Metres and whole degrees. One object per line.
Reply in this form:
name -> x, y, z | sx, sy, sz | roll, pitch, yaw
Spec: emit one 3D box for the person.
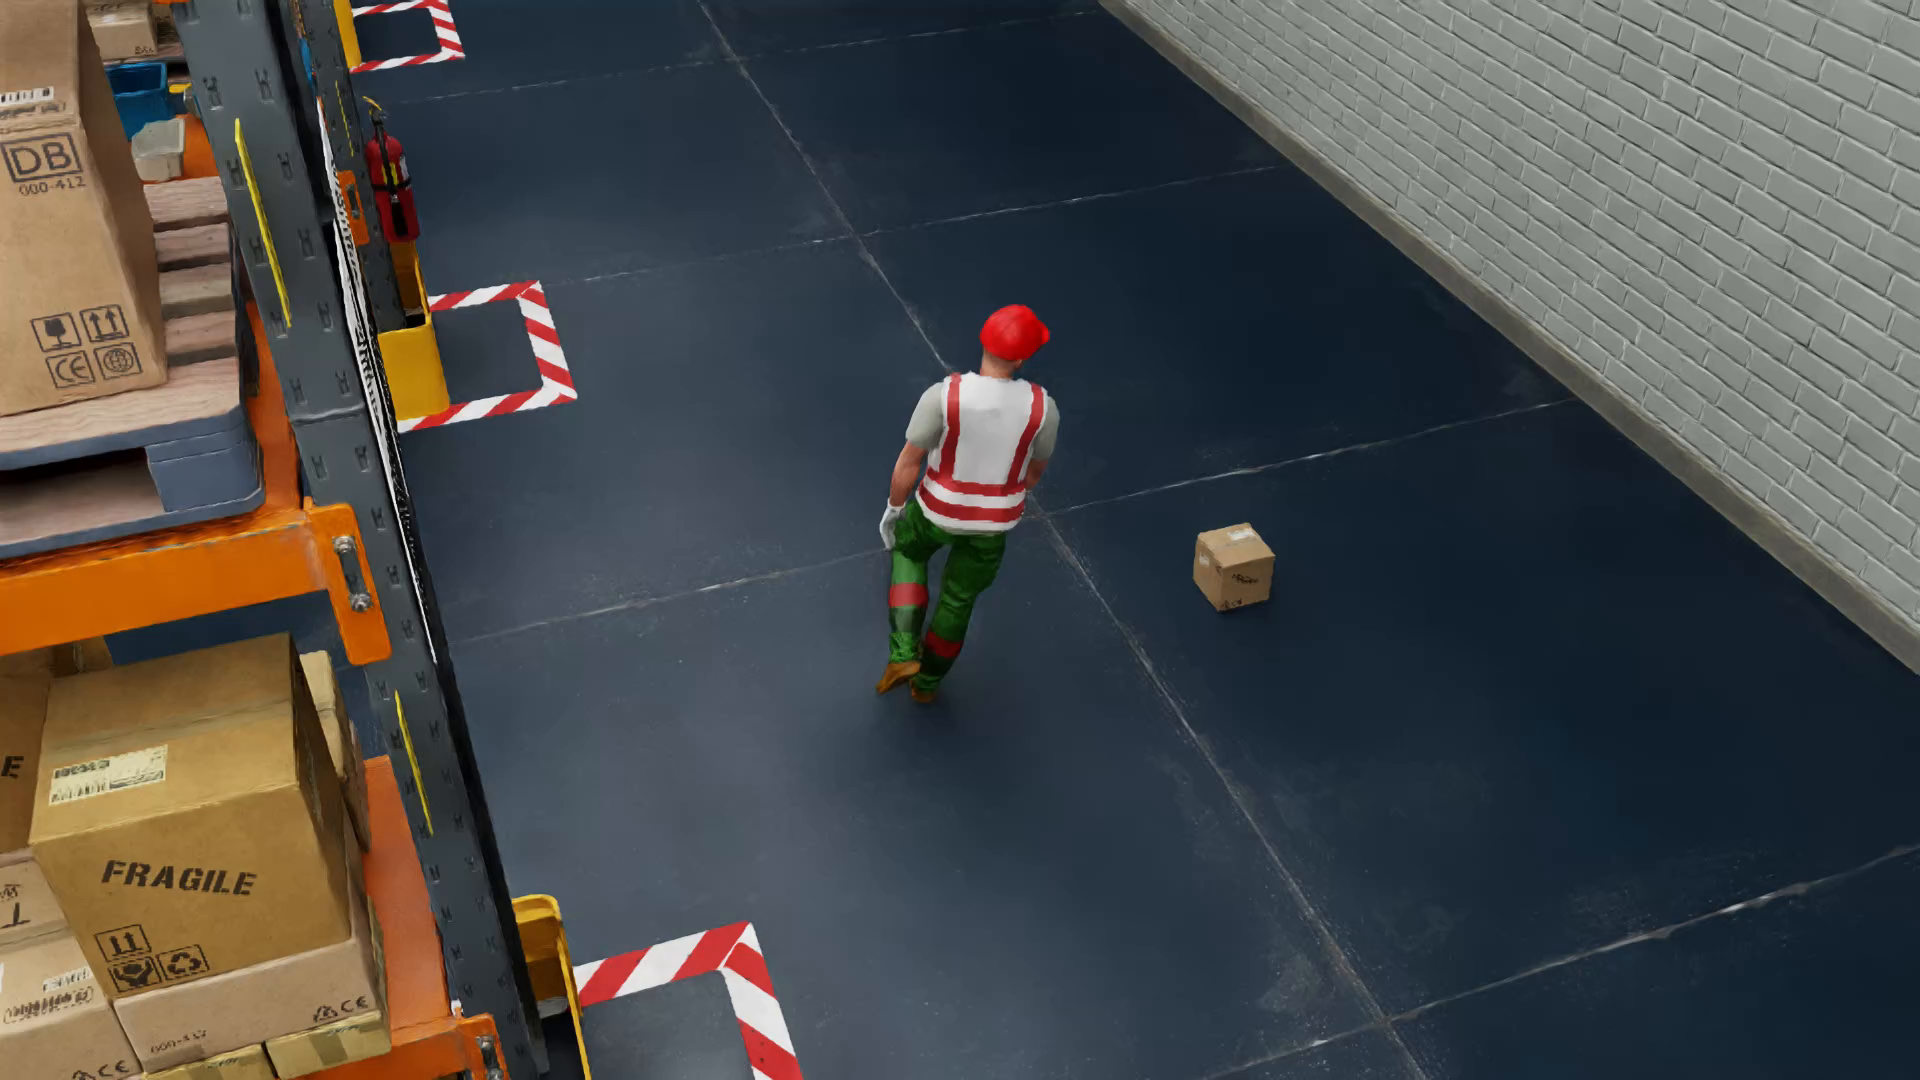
person -> 0.014, -0.094, 6.264 | 0.692, 1.747, 0.525 | 1, 37, 1
